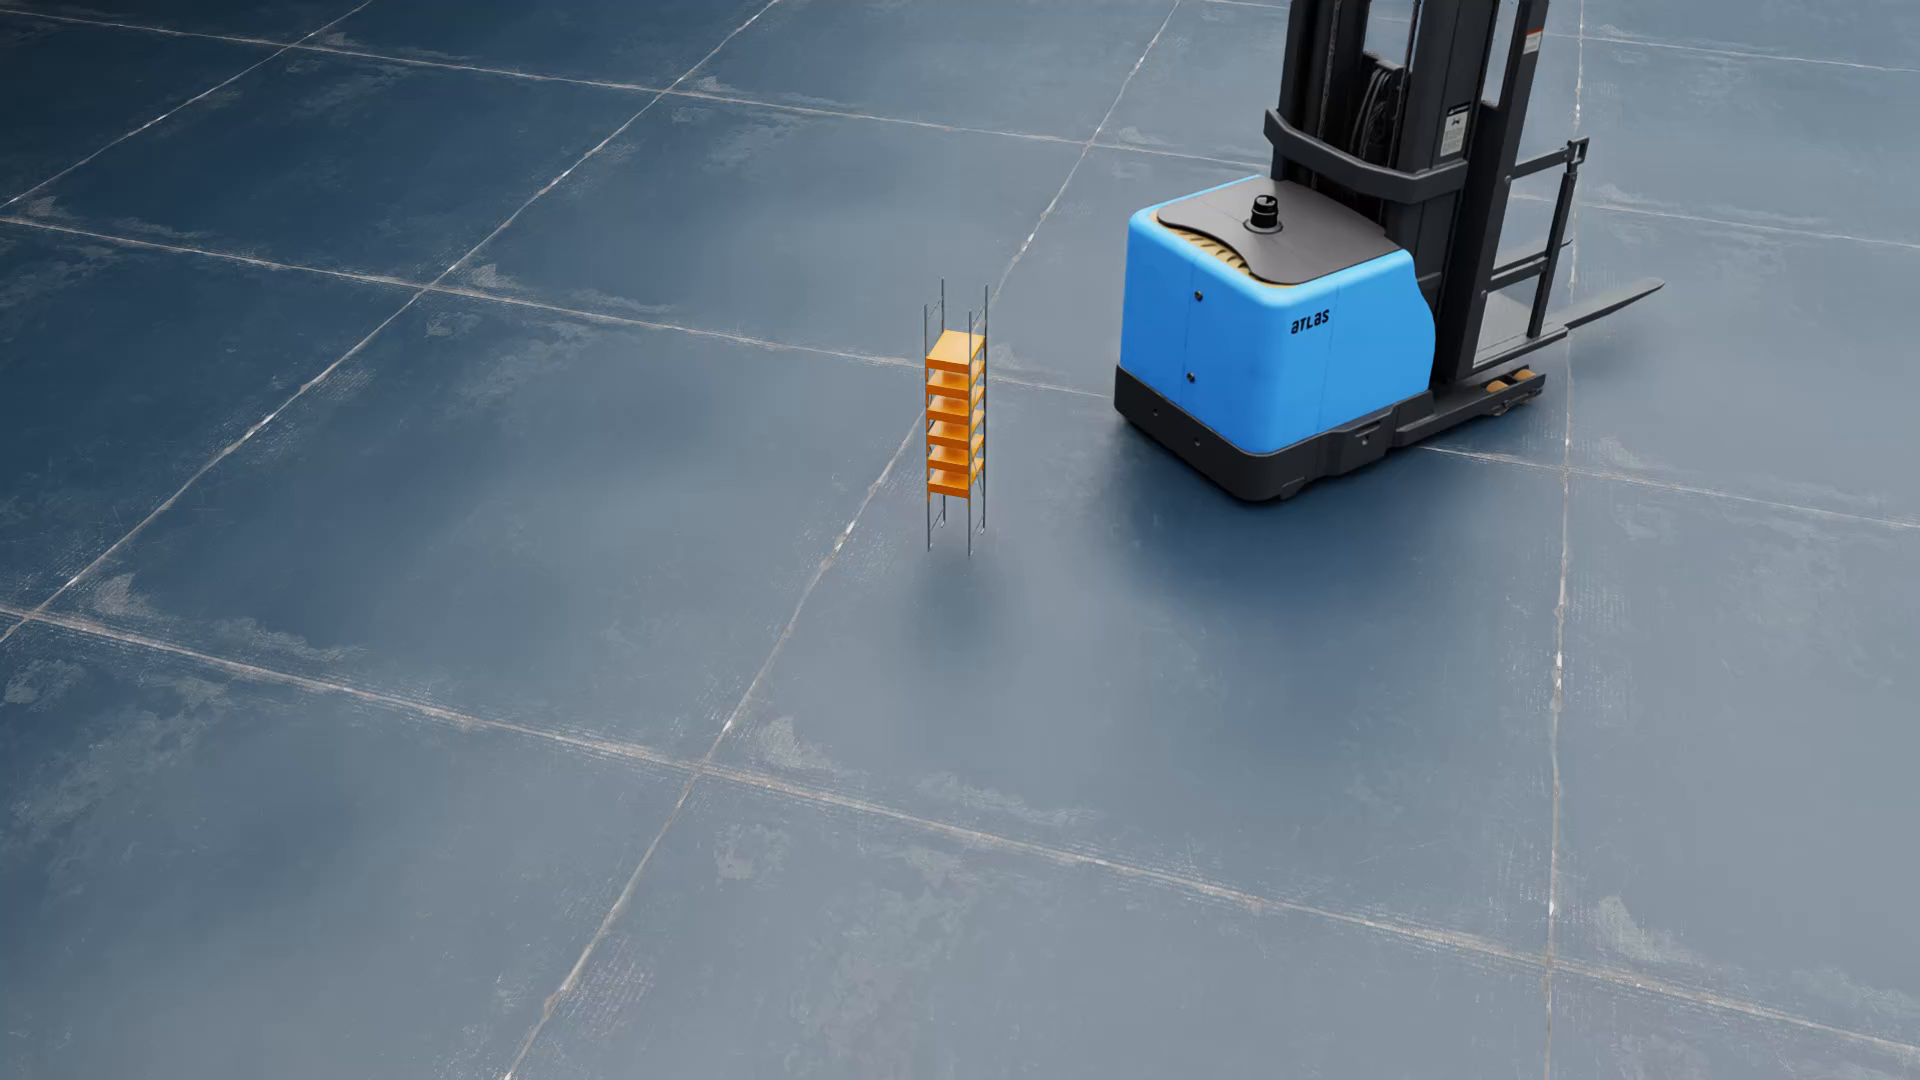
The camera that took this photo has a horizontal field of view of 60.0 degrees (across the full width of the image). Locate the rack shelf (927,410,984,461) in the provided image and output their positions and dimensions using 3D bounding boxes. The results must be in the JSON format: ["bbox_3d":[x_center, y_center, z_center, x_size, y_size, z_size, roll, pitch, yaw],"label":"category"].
[{"bbox_3d":[-0.014,-0.450,6.924,0.180,0.103,0.258,10,38,14],"label":"rack shelf"}]

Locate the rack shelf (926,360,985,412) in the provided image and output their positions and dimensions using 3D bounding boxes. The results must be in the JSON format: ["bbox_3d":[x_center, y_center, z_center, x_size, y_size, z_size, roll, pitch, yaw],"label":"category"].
[{"bbox_3d":[-0.014,-0.643,6.782,0.180,0.103,0.258,10,38,14],"label":"rack shelf"}]

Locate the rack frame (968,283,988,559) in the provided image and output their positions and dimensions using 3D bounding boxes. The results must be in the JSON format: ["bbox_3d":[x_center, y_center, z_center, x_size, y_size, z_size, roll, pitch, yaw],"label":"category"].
[{"bbox_3d":[0.074,-0.470,6.876,0.006,1.200,0.240,10,38,14],"label":"rack frame"}]

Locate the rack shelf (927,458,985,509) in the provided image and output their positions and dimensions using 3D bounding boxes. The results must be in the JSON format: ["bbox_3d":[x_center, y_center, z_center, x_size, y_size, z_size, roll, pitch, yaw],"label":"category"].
[{"bbox_3d":[-0.014,-0.257,7.066,0.180,0.103,0.258,10,38,14],"label":"rack shelf"}]

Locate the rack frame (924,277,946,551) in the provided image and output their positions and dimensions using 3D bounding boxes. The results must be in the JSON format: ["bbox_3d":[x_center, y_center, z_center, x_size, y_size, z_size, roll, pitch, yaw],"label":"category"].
[{"bbox_3d":[-0.101,-0.502,6.920,0.006,1.200,0.240,10,38,14],"label":"rack frame"}]

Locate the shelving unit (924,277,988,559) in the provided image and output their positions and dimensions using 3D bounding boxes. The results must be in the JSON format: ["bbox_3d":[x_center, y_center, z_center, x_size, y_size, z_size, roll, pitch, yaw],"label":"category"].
[{"bbox_3d":[-0.014,-0.486,6.898,0.189,1.200,0.258,10,38,14],"label":"shelving unit"}]

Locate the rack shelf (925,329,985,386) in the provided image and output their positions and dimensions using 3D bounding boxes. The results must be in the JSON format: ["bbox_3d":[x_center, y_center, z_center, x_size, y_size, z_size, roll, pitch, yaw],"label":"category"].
[{"bbox_3d":[-0.014,-0.740,6.711,0.180,0.103,0.258,10,38,14],"label":"rack shelf"}]

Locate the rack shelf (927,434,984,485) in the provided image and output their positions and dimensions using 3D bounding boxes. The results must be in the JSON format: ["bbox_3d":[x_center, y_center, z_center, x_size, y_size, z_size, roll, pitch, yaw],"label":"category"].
[{"bbox_3d":[-0.014,-0.353,6.995,0.180,0.103,0.258,10,38,14],"label":"rack shelf"}]

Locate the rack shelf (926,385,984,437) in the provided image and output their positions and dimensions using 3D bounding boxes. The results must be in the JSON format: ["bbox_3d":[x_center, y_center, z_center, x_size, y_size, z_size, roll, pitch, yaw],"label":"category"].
[{"bbox_3d":[-0.014,-0.547,6.853,0.180,0.103,0.258,10,38,14],"label":"rack shelf"}]

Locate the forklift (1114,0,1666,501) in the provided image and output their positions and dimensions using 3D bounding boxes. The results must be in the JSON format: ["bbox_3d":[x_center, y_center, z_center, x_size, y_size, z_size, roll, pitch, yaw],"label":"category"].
[{"bbox_3d":[2.252,-2.024,7.527,3.031,2.935,1.130,-21,41,-26],"label":"forklift"}]
